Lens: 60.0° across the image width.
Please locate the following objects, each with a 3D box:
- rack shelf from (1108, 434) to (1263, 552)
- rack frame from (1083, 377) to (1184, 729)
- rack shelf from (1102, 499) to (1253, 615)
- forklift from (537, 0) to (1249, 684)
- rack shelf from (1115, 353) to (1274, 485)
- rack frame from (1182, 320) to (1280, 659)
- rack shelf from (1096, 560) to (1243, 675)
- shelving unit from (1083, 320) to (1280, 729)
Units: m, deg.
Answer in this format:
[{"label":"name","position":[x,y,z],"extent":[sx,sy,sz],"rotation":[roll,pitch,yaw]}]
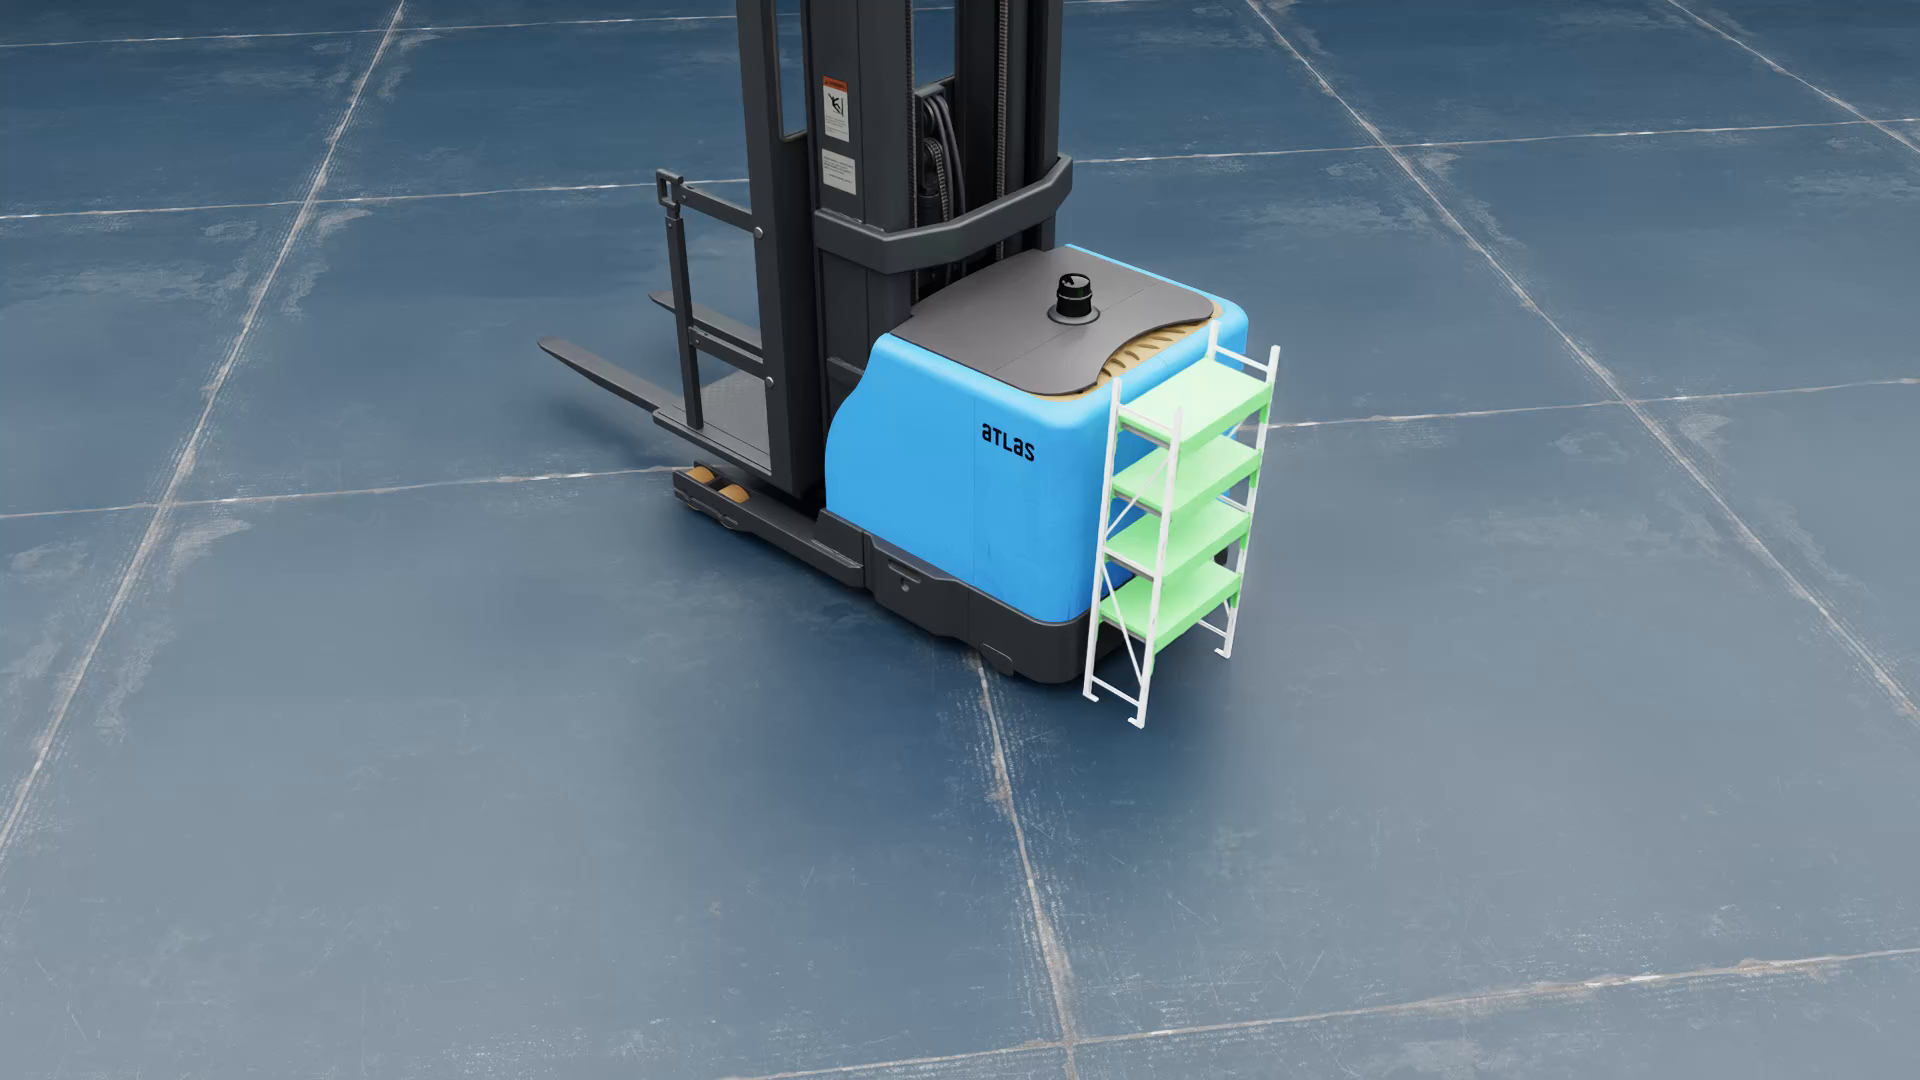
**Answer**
[{"label":"rack shelf","position":[0.686,-0.175,5.119],"extent":[0.258,0.148,0.480],"rotation":[29,44,32]},{"label":"rack frame","position":[0.517,0.070,5.073],"extent":[0.240,1.200,0.015],"rotation":[29,44,32]},{"label":"rack shelf","position":[0.679,0.020,5.260],"extent":[0.258,0.148,0.480],"rotation":[29,44,32]},{"label":"forklift","position":[-0.463,-1.447,5.770],"extent":[3.031,2.935,1.130],"rotation":[27,43,34]},{"label":"rack shelf","position":[0.693,-0.369,4.979],"extent":[0.258,0.148,0.480],"rotation":[29,44,32]},{"label":"rack frame","position":[0.844,-0.134,5.372],"extent":[0.240,1.200,0.015],"rotation":[29,44,32]},{"label":"rack shelf","position":[0.671,0.214,5.400],"extent":[0.258,0.148,0.480],"rotation":[29,44,32]},{"label":"shelving unit","position":[0.680,-0.032,5.222],"extent":[0.258,1.200,0.503],"rotation":[29,44,32]}]
